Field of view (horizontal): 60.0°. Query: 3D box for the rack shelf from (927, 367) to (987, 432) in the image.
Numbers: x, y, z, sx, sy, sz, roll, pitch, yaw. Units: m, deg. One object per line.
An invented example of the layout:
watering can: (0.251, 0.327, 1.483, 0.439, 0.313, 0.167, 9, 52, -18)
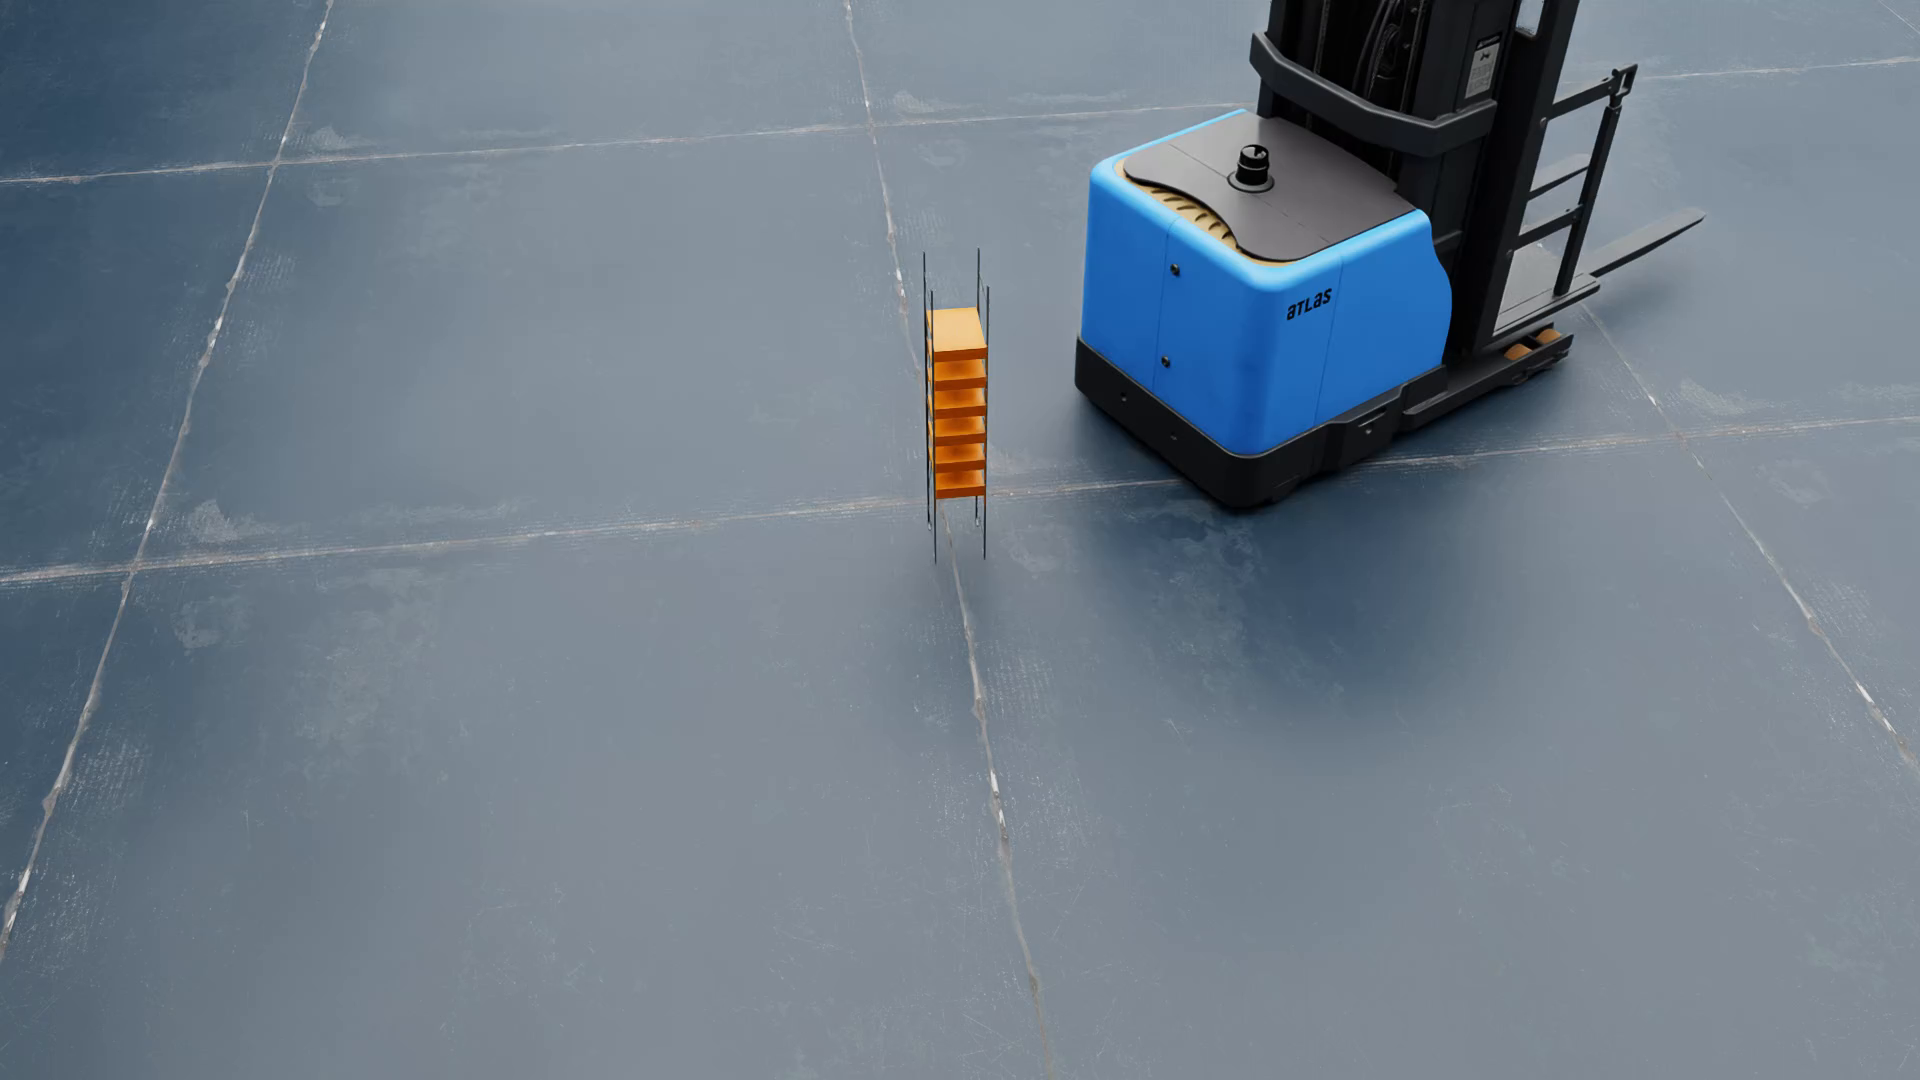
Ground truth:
rack shelf: (-0.014, -0.500, 5.796, 0.180, 0.103, 0.258, -5, 42, -6)

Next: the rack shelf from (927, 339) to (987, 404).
rack shelf: (-0.014, -0.589, 5.716, 0.180, 0.103, 0.258, -5, 42, -6)

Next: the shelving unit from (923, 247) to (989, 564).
shelving unit: (-0.014, -0.444, 5.847, 0.189, 1.200, 0.258, -5, 42, -6)

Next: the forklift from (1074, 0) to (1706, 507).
forklift: (1.969, -2.004, 6.284, 3.031, 2.935, 1.130, -25, 48, -25)

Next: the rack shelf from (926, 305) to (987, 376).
rack shelf: (-0.014, -0.679, 5.635, 0.180, 0.103, 0.258, -5, 42, -6)

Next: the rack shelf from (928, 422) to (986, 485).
rack shelf: (-0.014, -0.322, 5.957, 0.180, 0.103, 0.258, -5, 42, -6)

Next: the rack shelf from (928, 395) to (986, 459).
rack shelf: (-0.014, -0.411, 5.876, 0.180, 0.103, 0.258, -5, 42, -6)

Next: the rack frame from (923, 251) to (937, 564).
rack frame: (-0.105, -0.436, 5.838, 0.006, 1.200, 0.240, -5, 42, -6)

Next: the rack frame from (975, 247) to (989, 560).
rack frame: (0.076, -0.452, 5.856, 0.006, 1.200, 0.240, -5, 42, -6)

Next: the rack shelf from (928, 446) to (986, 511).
rack shelf: (-0.014, -0.233, 6.037, 0.180, 0.103, 0.258, -5, 42, -6)
